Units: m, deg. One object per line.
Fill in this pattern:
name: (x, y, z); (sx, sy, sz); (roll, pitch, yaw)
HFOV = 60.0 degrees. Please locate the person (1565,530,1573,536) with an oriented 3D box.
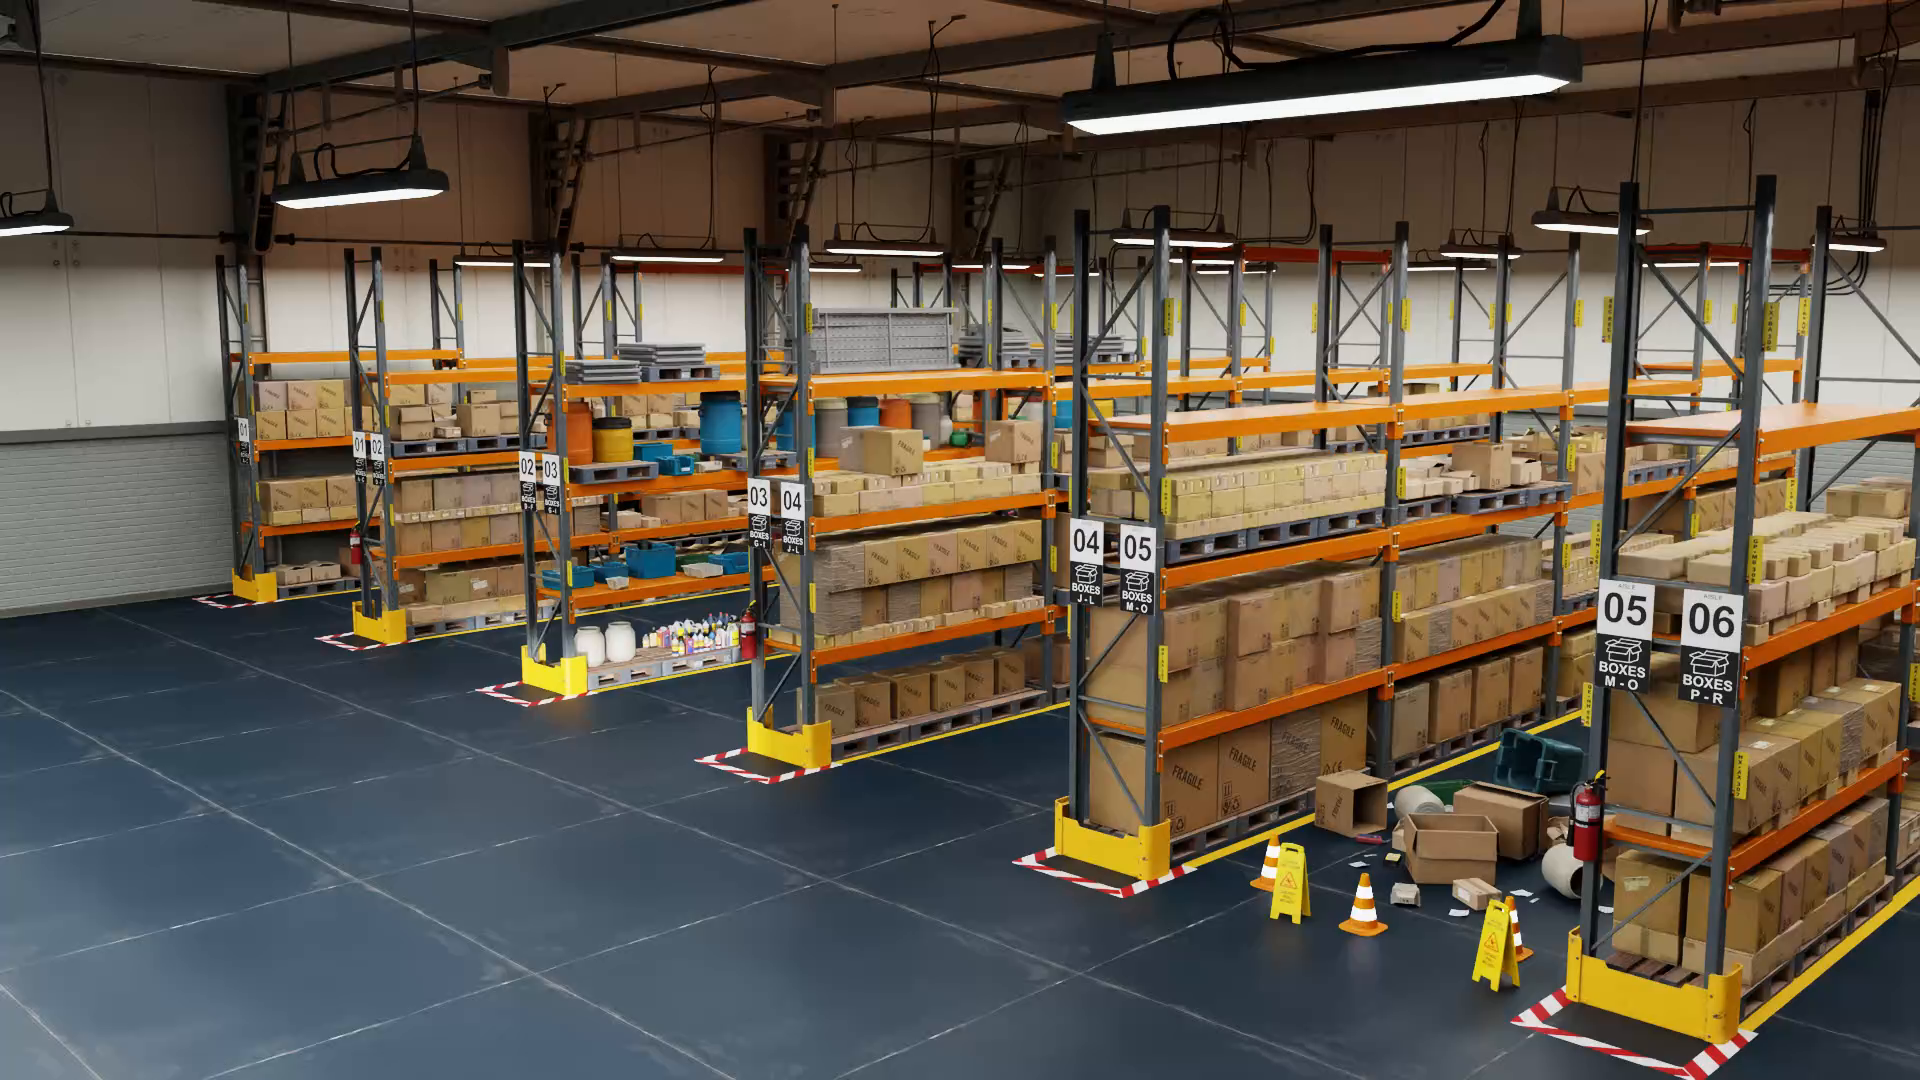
person: (9.331, 0.686, 25.745); (0.632, 1.722, 0.900); (8, 11, 43)
